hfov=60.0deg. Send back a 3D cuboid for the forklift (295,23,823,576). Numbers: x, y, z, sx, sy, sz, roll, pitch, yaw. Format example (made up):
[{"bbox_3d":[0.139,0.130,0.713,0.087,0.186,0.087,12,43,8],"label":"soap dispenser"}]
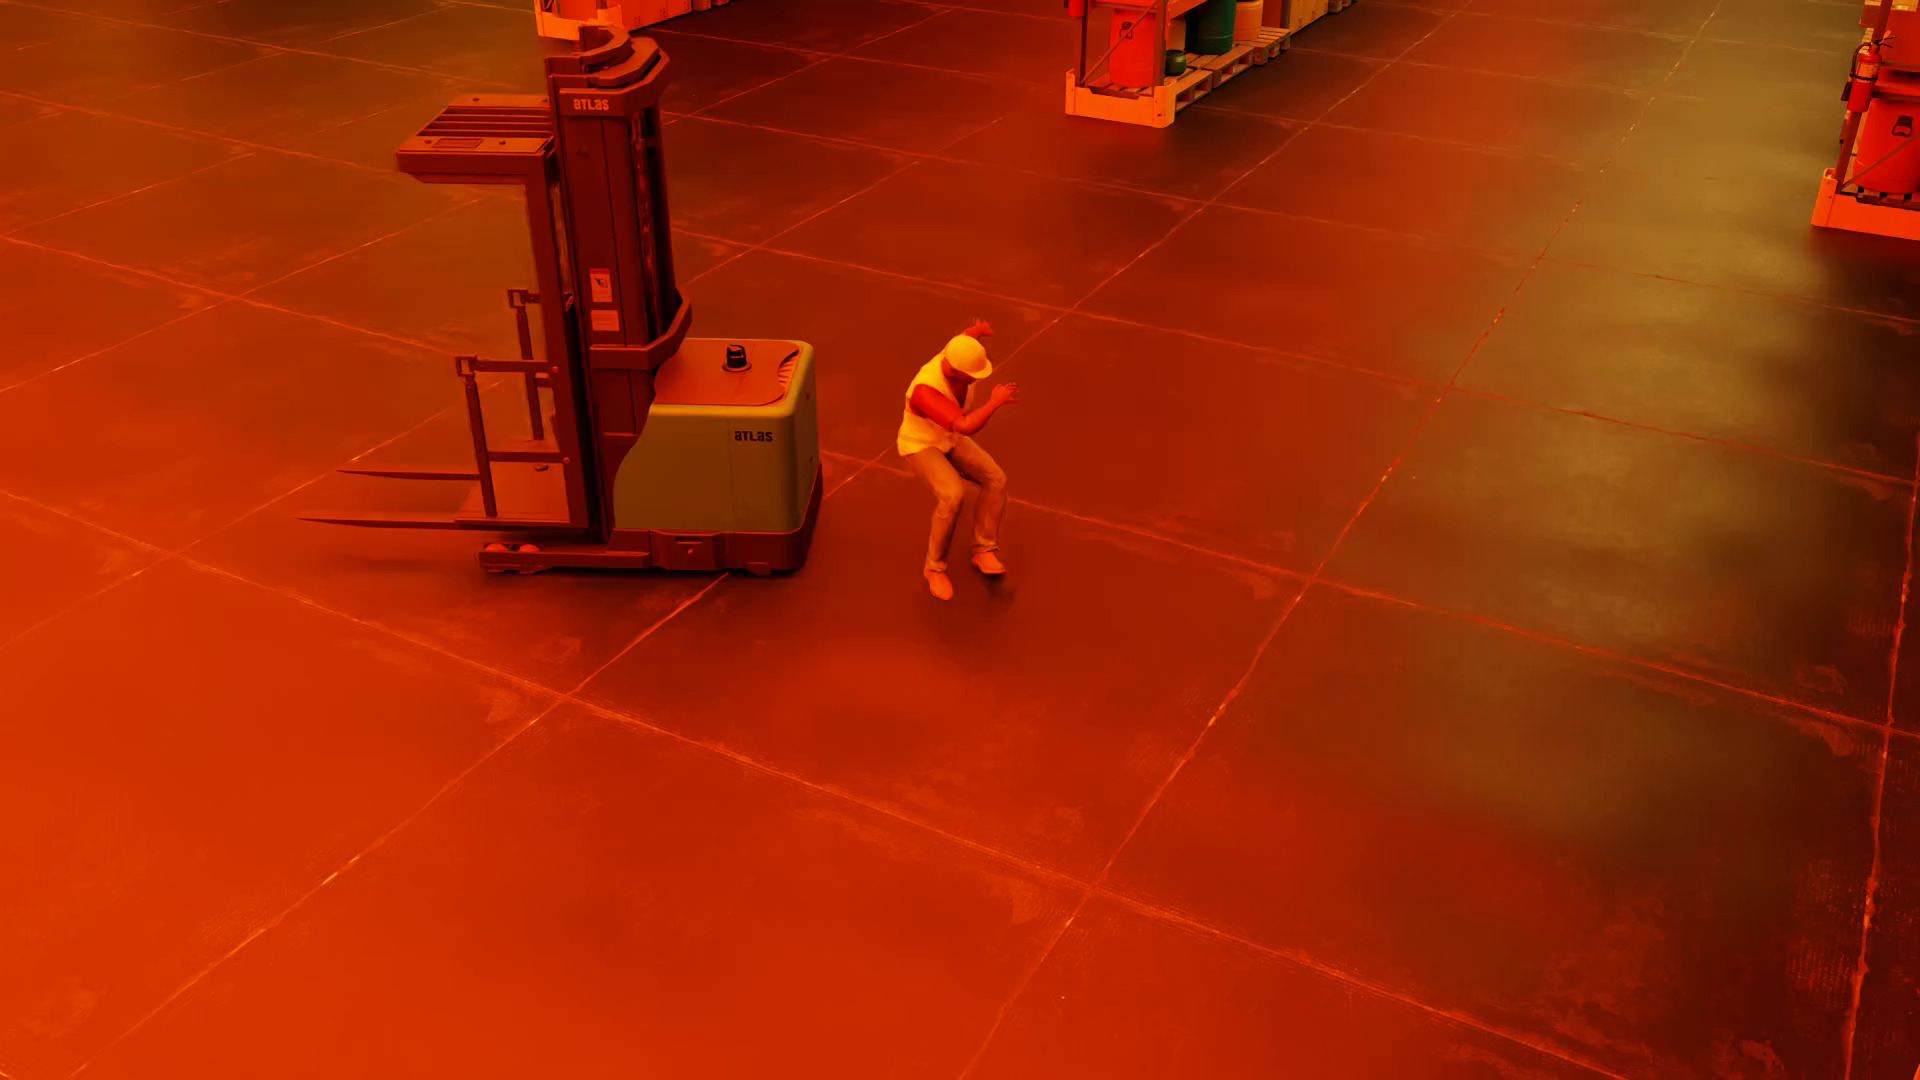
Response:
[{"bbox_3d":[-2.390,-1.335,9.384,3.031,2.935,1.130,2,30,3],"label":"forklift"}]

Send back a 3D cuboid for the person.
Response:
[{"bbox_3d":[0.096,-0.602,9.662,0.849,1.438,1.335,20,35,30],"label":"person"}]
